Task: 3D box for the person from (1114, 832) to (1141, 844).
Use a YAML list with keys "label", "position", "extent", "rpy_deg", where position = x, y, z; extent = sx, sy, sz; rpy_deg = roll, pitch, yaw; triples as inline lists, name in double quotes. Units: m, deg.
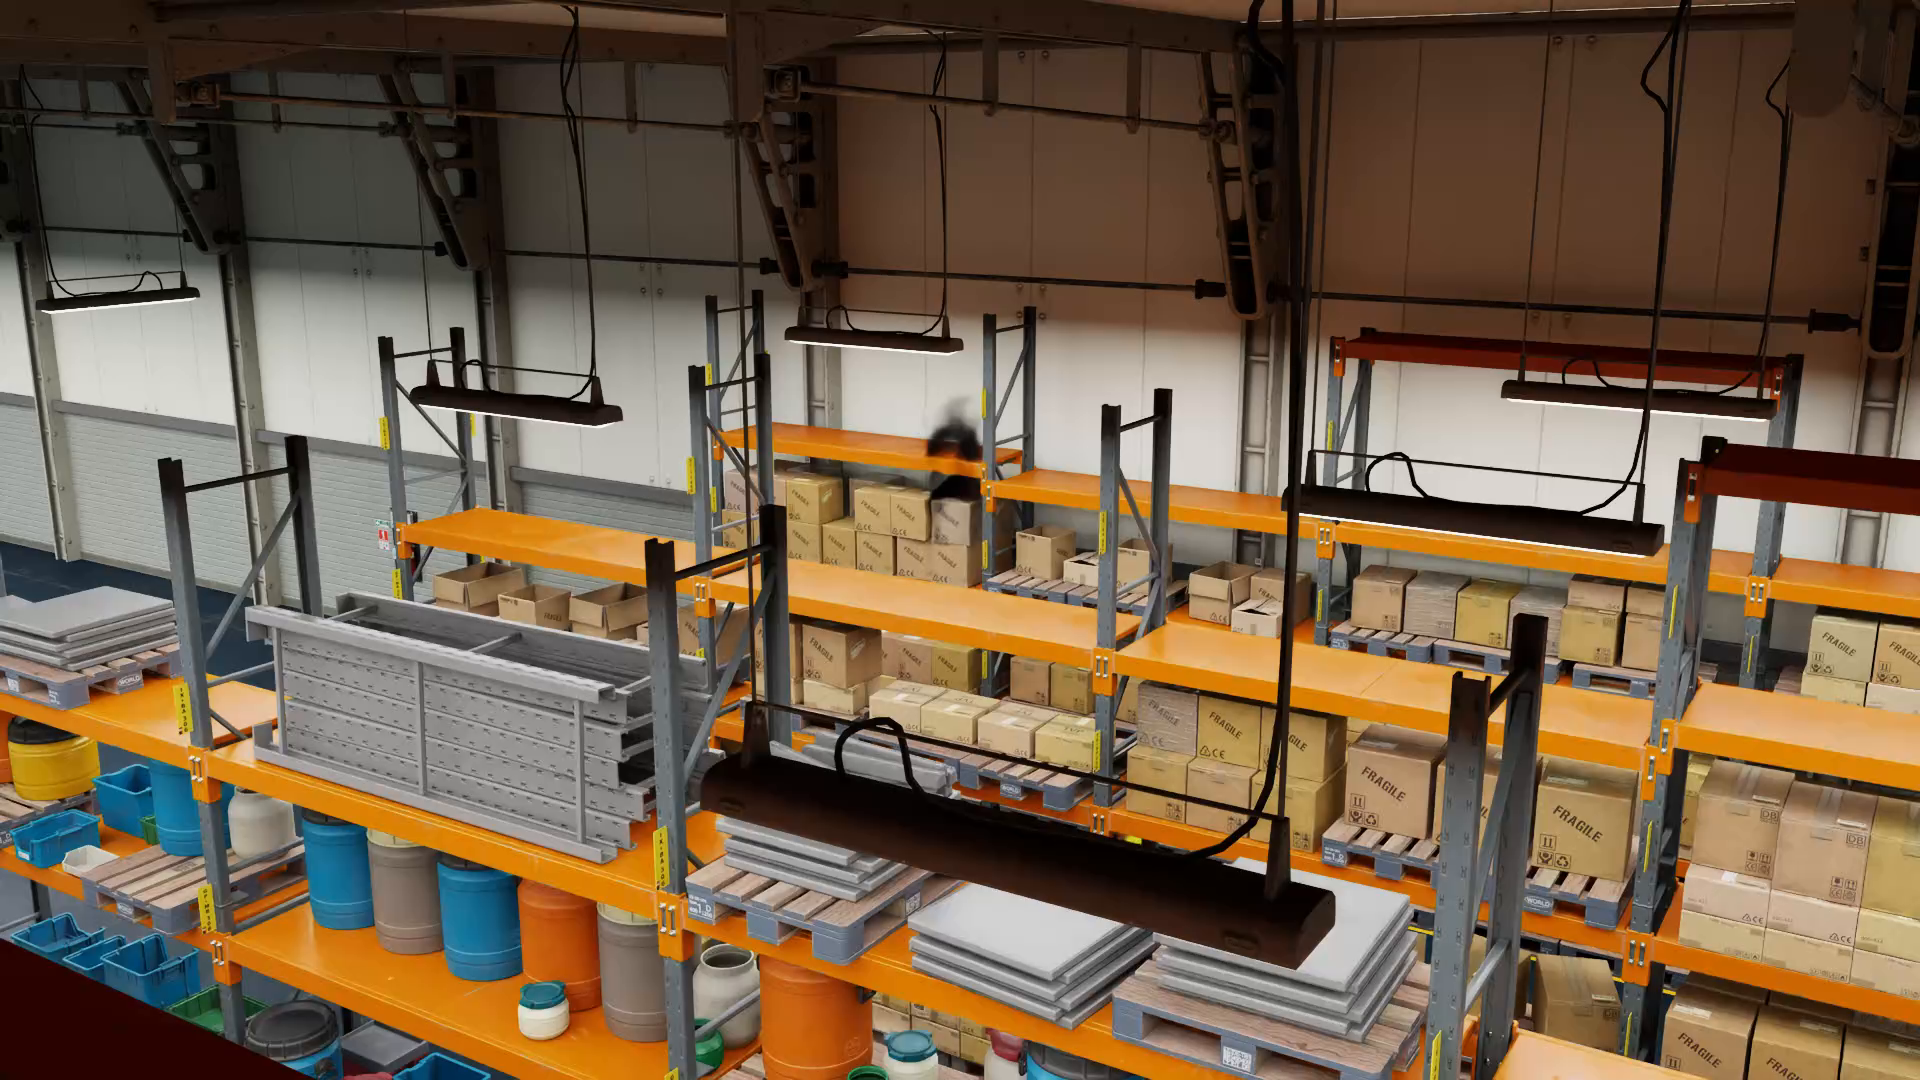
- label: "person"
  position: [1.582, 3.393, 15.656]
  extent: [0.833, 1.822, 0.703]
  rpy_deg: [7, 15, 26]
